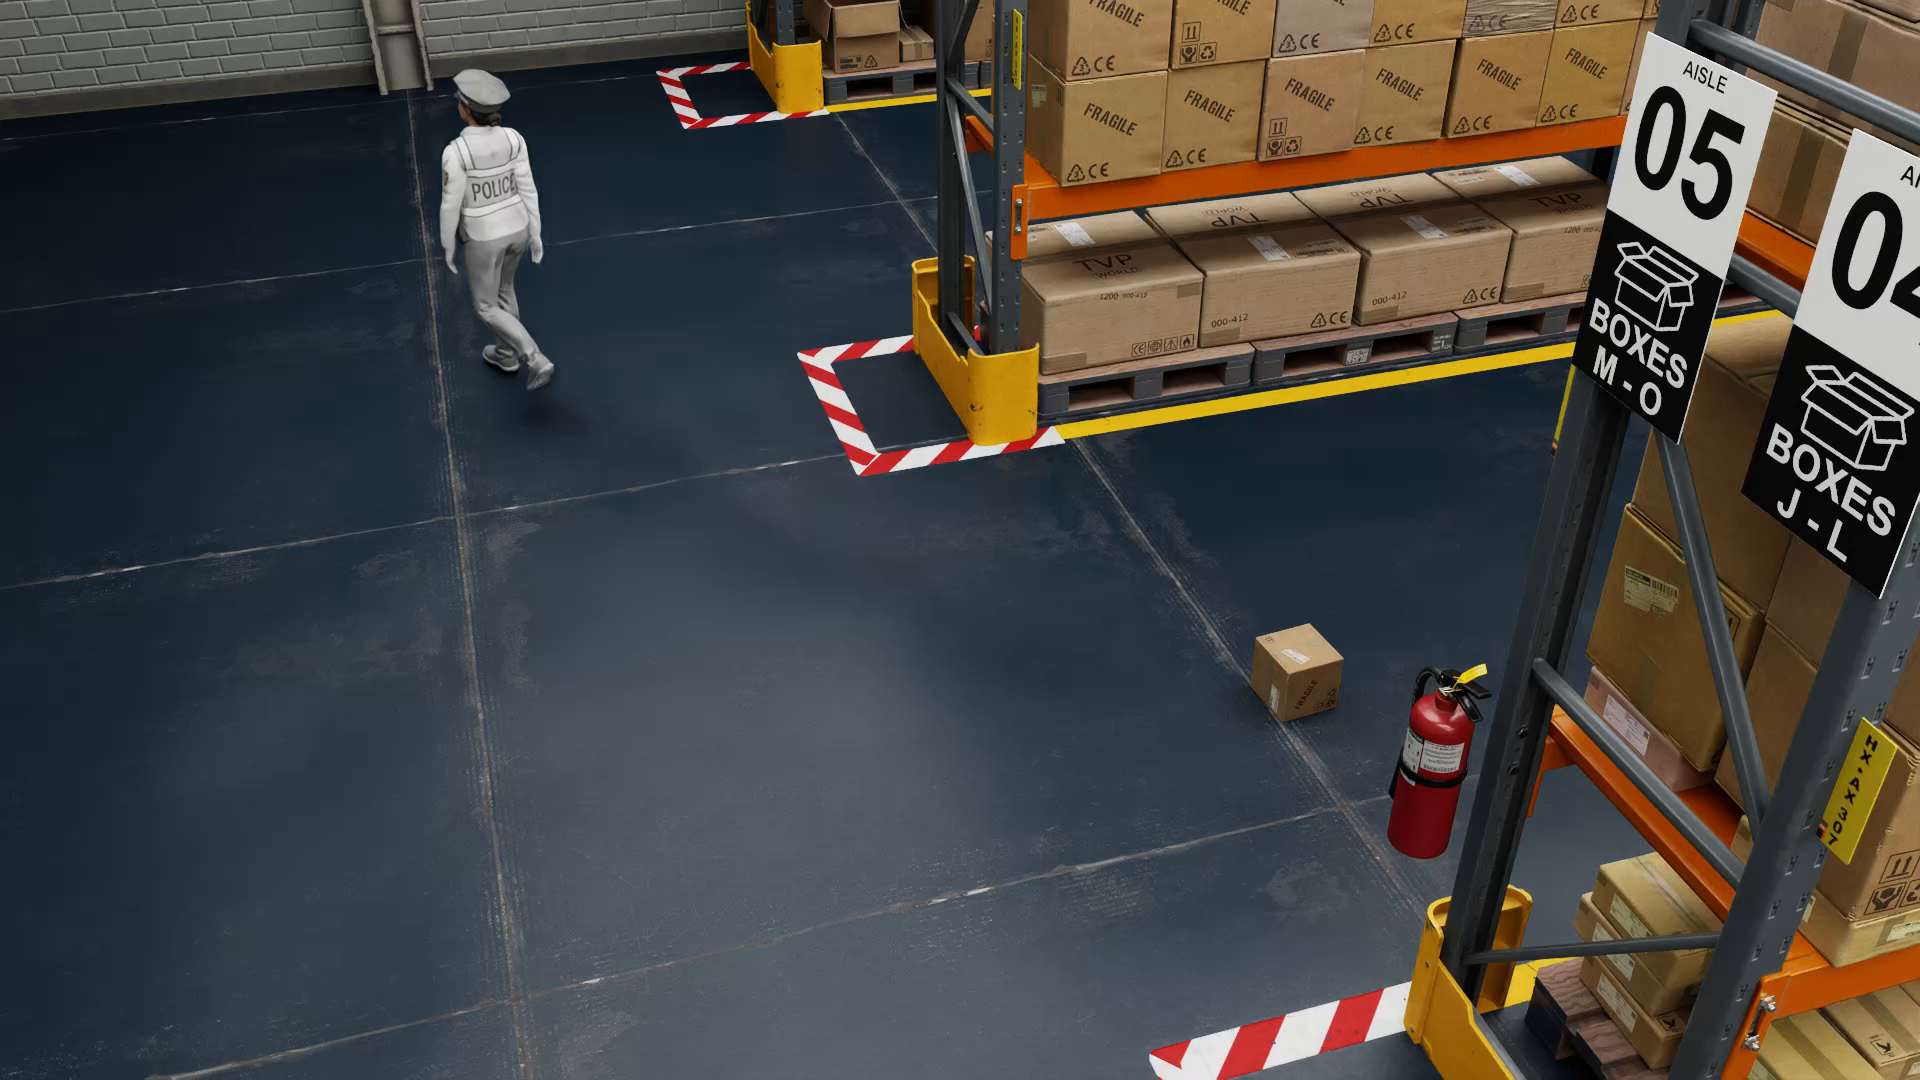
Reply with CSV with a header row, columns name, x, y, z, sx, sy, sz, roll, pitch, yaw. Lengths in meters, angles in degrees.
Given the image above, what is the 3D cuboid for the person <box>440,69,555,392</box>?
name,x,y,z,sx,sy,sz,roll,pitch,yaw
person,-2.340,-1.525,8.348,0.793,1.661,0.491,27,43,34
